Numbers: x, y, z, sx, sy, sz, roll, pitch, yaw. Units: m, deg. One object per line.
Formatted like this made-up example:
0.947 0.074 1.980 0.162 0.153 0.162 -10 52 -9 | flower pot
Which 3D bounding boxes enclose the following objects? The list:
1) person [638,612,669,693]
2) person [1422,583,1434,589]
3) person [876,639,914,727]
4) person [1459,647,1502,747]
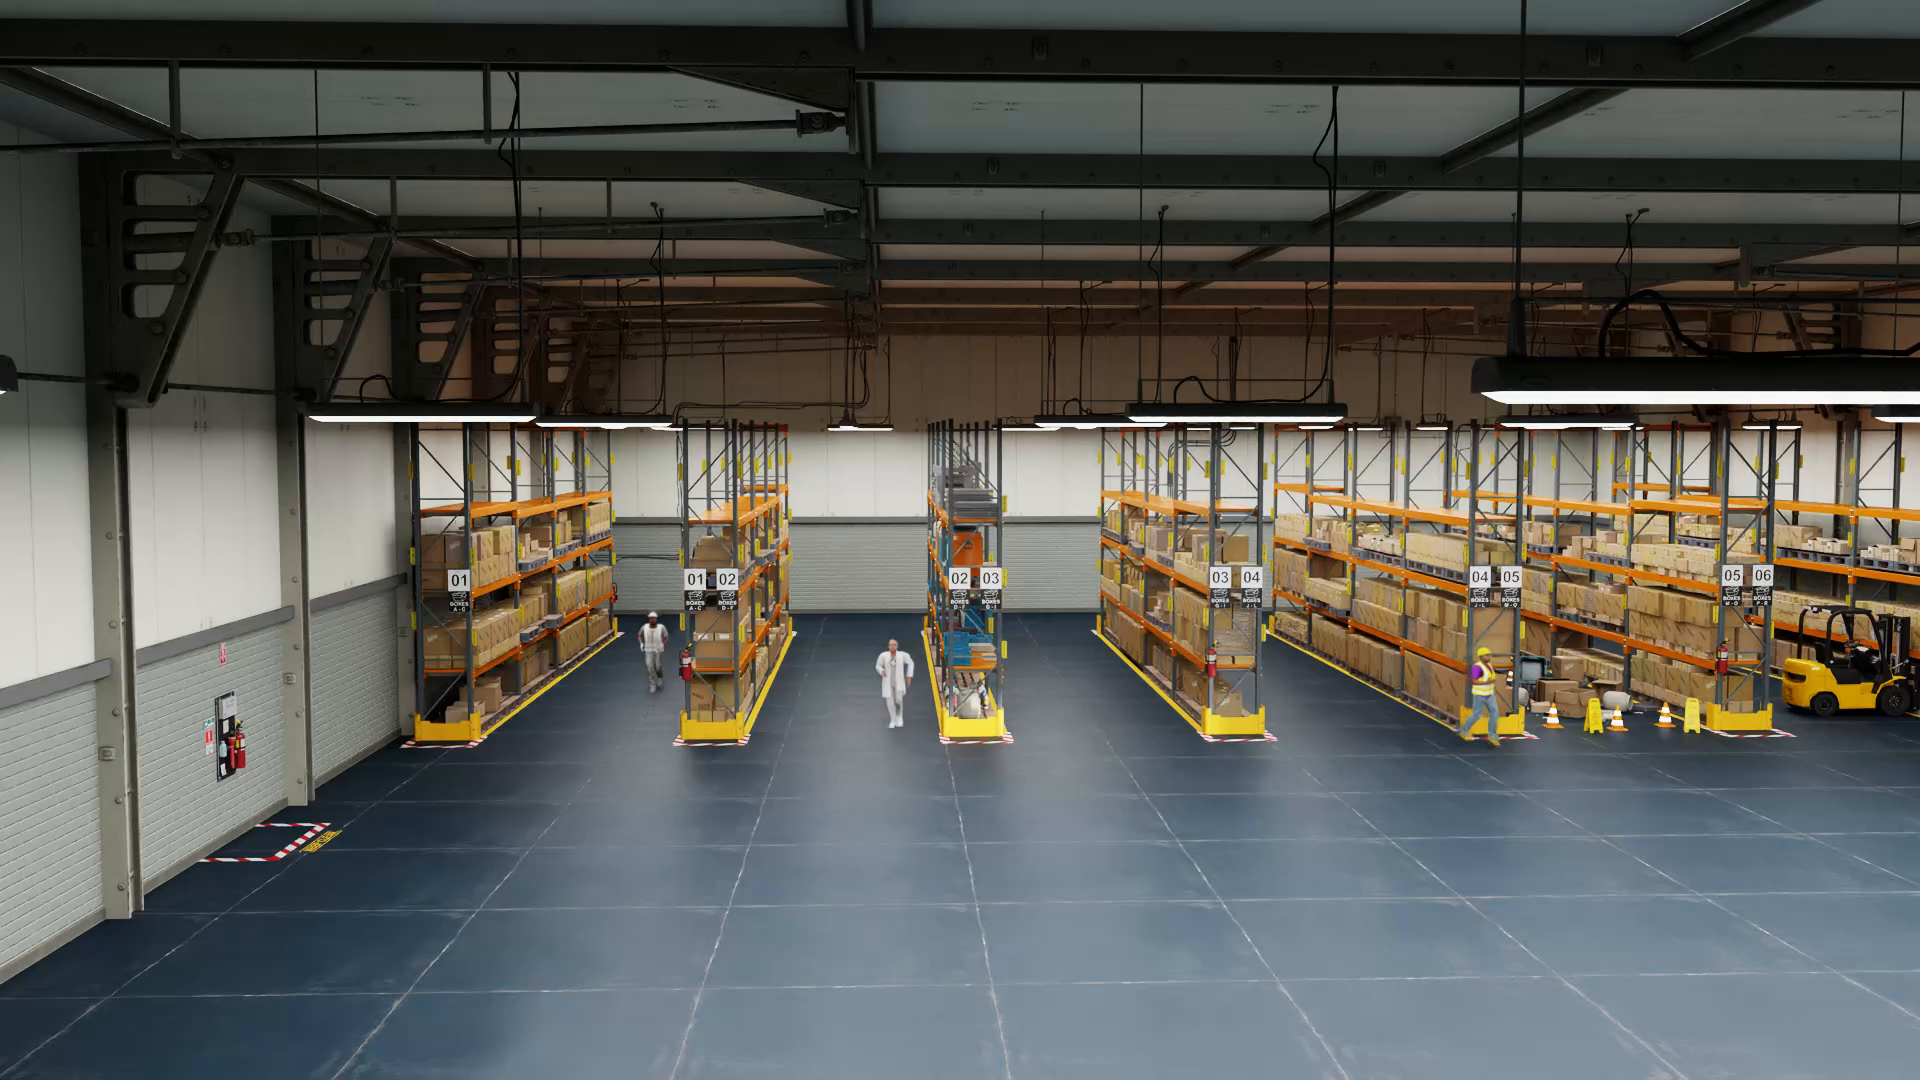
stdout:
-6.824 2.477 36.975 0.690 1.761 0.733 0 4 -4 | person
13.957 1.773 49.368 0.823 1.663 0.643 0 4 3 | person
-1.277 2.790 32.259 0.727 1.734 0.792 0 4 3 | person
9.574 2.887 30.540 0.692 1.843 0.766 -3 5 -40 | person
